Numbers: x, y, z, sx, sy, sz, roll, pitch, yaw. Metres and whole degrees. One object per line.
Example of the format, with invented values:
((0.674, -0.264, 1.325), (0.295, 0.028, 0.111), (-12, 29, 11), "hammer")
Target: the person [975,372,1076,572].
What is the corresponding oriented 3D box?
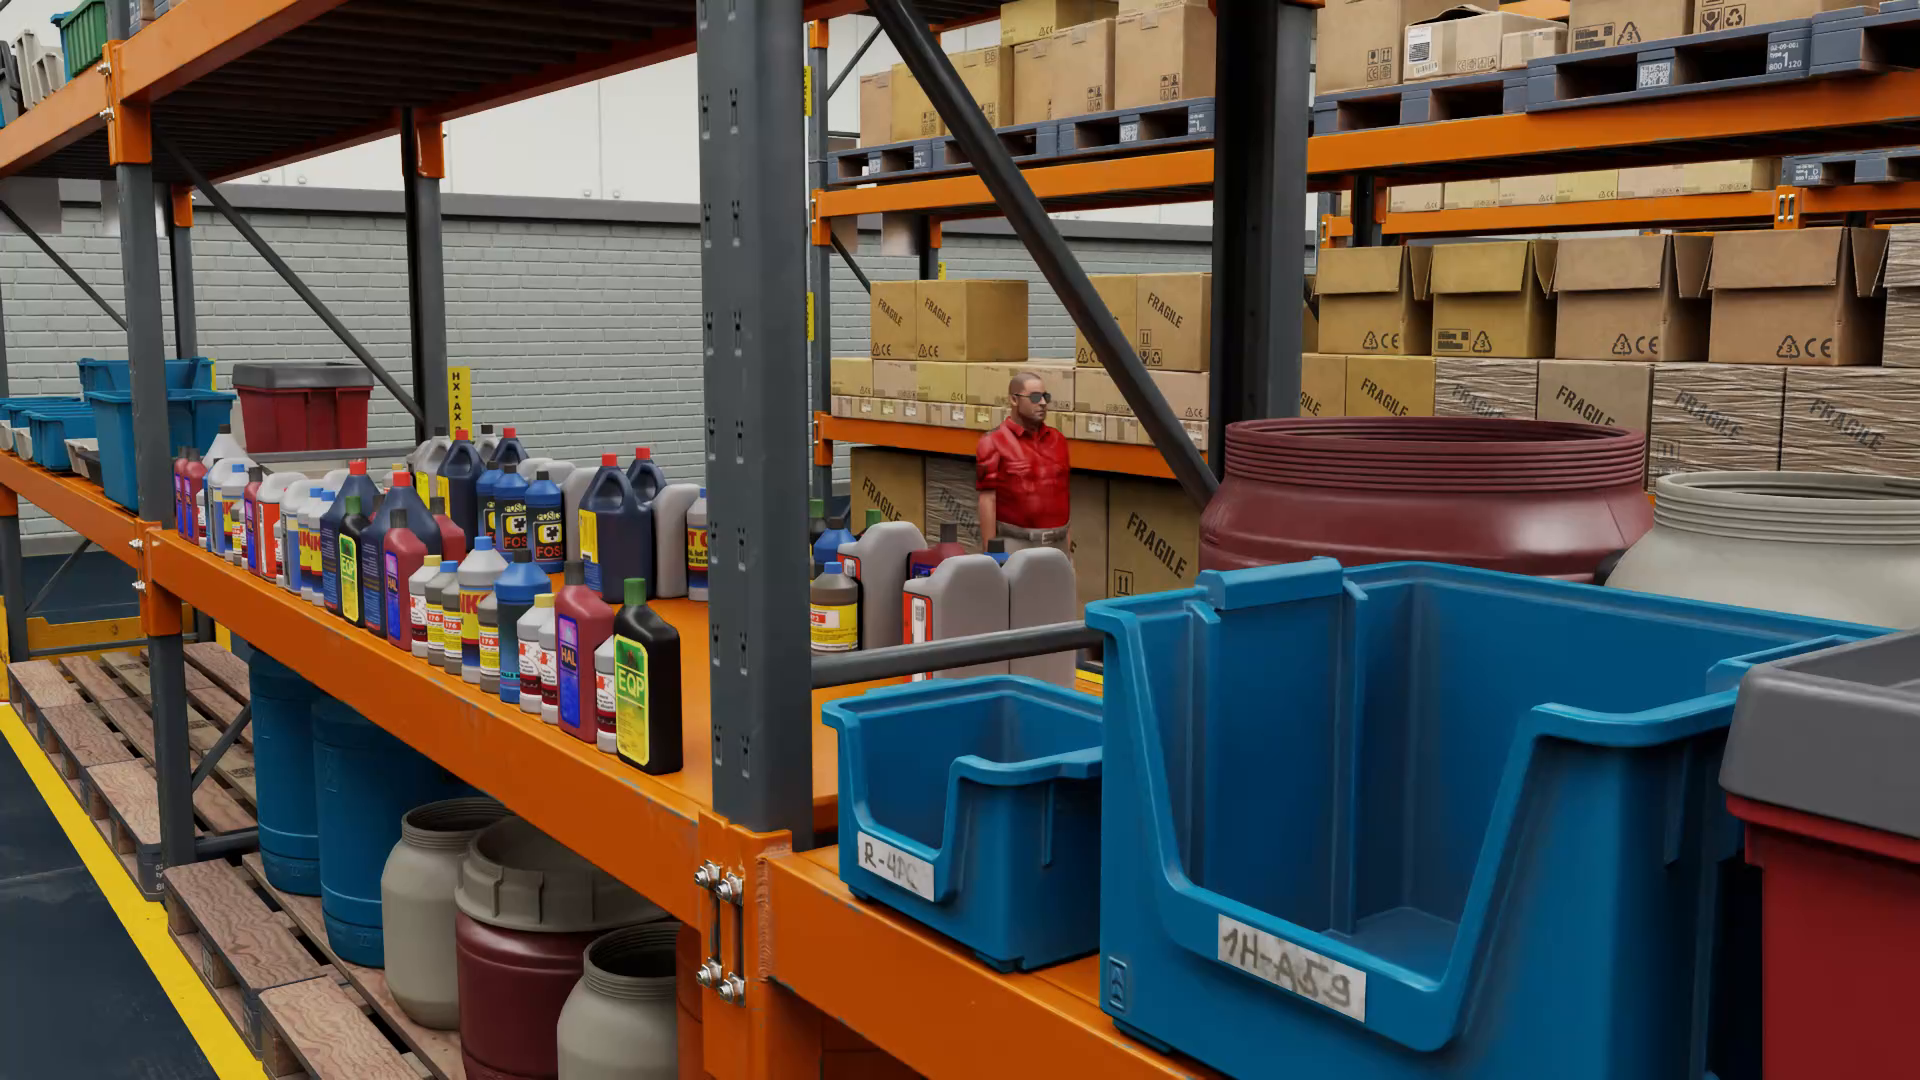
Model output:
((0.339, 0.090, 7.801), (0.525, 1.744, 0.415), (-5, 9, -34), "person")
